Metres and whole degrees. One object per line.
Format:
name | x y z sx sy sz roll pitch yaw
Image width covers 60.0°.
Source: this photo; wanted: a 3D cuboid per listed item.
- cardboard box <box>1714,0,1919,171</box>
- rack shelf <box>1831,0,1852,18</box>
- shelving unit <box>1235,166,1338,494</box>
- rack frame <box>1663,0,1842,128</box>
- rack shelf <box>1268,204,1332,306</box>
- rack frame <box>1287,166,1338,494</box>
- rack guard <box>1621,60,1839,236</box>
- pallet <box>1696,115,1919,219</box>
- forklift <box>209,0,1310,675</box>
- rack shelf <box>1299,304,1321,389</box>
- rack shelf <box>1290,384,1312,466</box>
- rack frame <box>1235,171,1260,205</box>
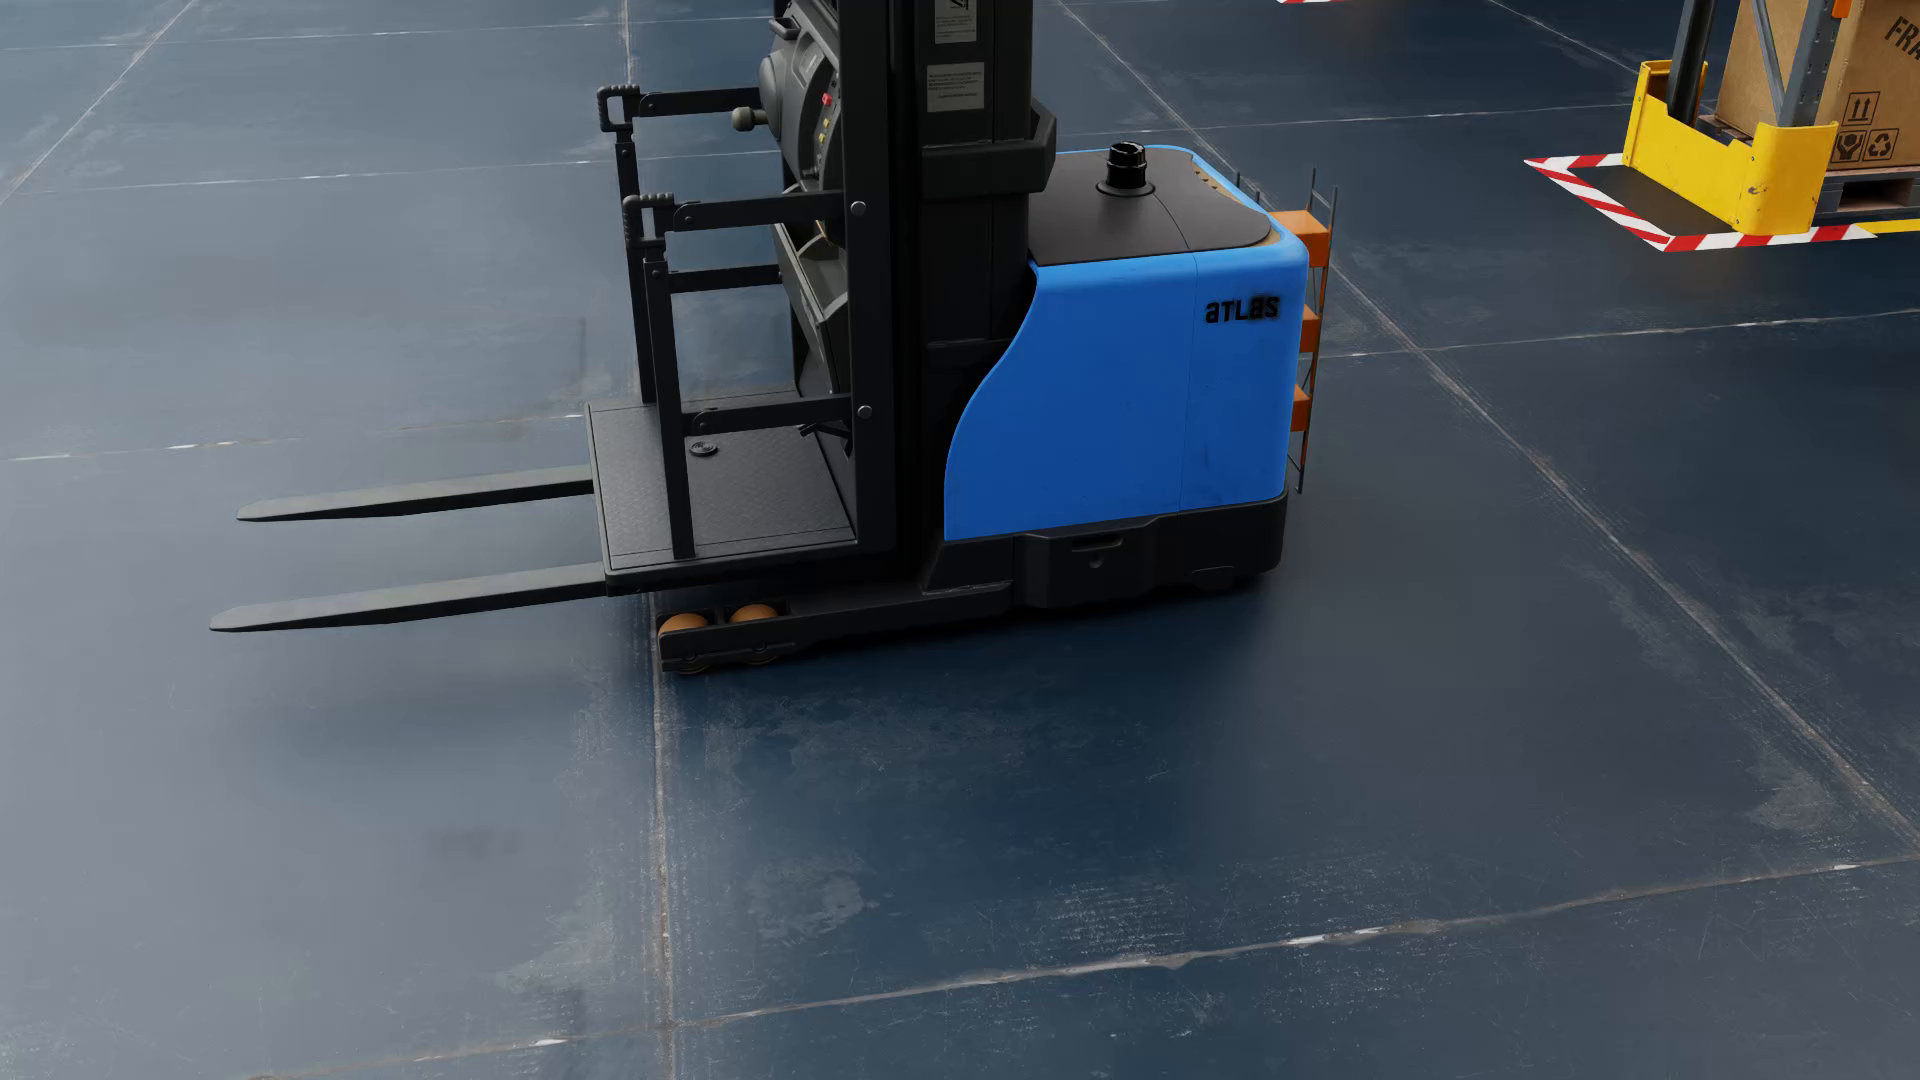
cardboard box | 4.346 -2.347 7.964 0.875 0.875 0.875 -5 31 -9
rack shelf | 5.659 -2.860 7.864 4.000 0.370 1.077 -5 31 -9
shelving unit | 0.990 -0.643 5.307 0.252 1.050 0.215 -5 31 -9
rack frame | 3.691 -2.987 7.371 0.127 3.000 1.000 -5 31 -9
rack shelf | 0.990 -0.878 5.169 0.240 0.259 0.215 -5 31 -9
rack frame | 1.110 -0.654 5.326 0.008 1.050 0.200 -5 31 -9
rack guard | 3.668 -1.907 8.001 0.348 0.500 1.175 -5 31 -9
pallet | 4.464 -1.897 8.268 1.213 0.211 1.003 -5 31 -9
forklift | -0.605 -1.186 4.376 3.031 2.935 1.130 -7 31 -12
rack shelf | 0.990 -0.633 5.312 0.240 0.259 0.215 -5 31 -9
rack shelf | 0.990 -0.394 5.453 0.240 0.259 0.215 -5 31 -9
rack frame | 0.870 -0.632 5.288 0.008 1.050 0.200 -5 31 -9
